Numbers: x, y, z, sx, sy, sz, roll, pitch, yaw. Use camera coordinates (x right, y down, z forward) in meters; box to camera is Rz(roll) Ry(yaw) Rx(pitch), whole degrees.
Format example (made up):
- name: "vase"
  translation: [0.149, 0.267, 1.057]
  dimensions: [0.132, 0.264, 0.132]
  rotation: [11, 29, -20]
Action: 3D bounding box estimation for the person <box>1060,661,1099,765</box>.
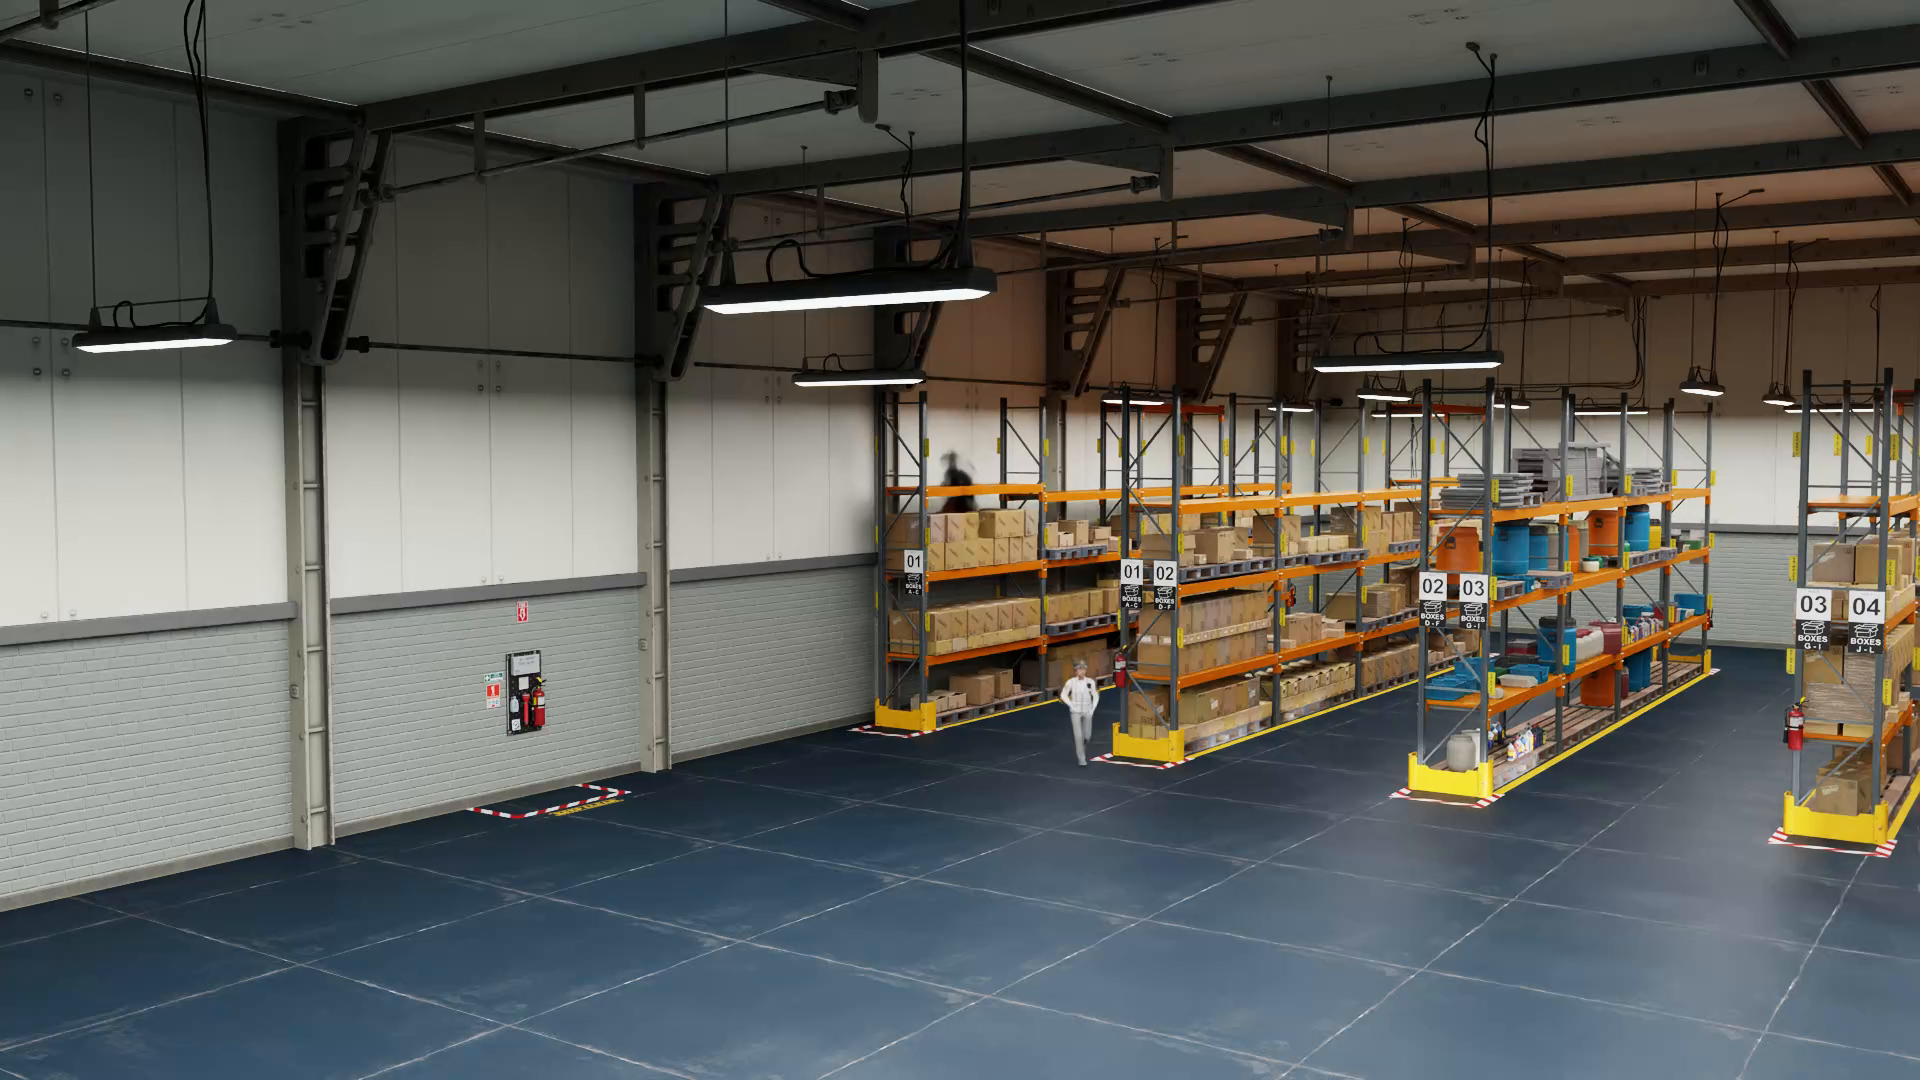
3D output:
- name: "person"
  translation: [1.901, 2.714, 26.289]
  dimensions: [0.622, 1.649, 0.580]
  rotation: [0, 3, -3]
